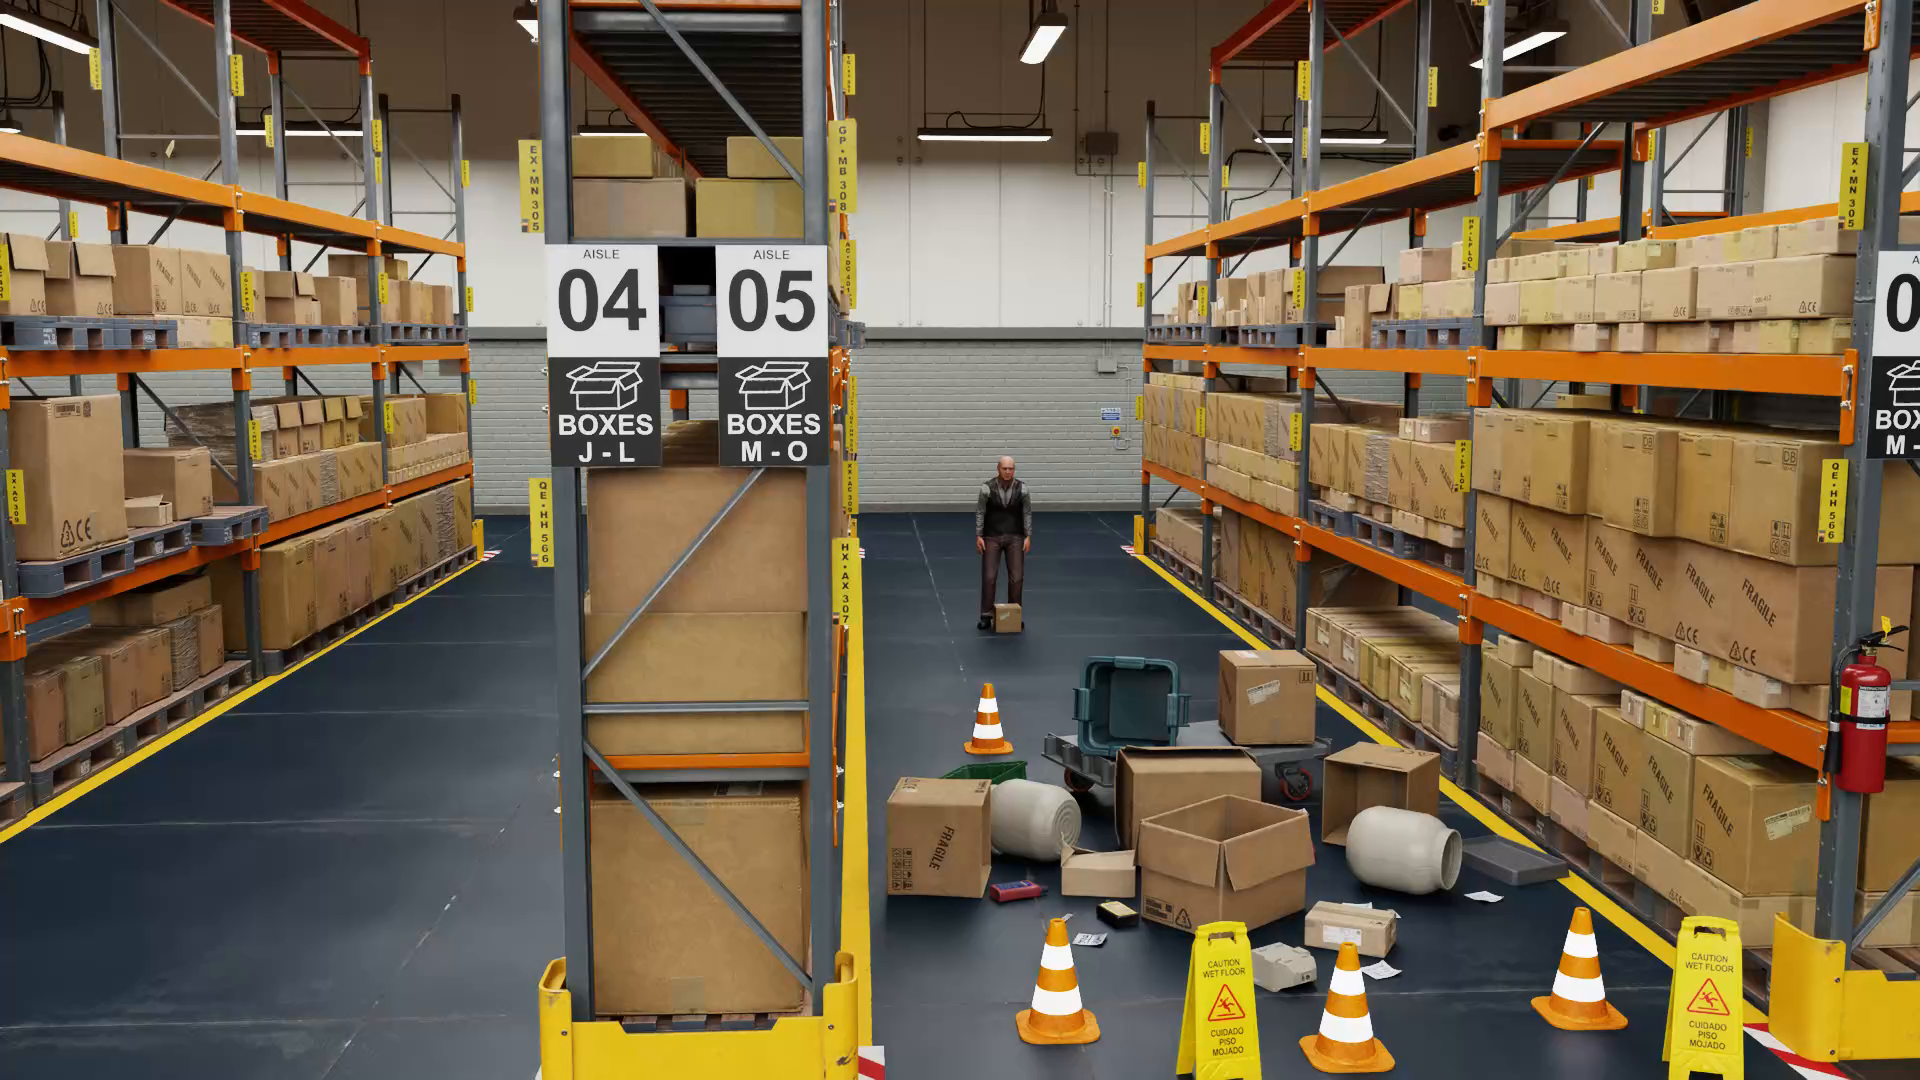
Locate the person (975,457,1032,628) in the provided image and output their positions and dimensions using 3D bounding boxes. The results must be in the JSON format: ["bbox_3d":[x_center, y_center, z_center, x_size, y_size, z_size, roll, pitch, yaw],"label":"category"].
[{"bbox_3d":[0.436,0.013,16.740,0.578,1.718,0.418,-1,7,-5],"label":"person"}]
